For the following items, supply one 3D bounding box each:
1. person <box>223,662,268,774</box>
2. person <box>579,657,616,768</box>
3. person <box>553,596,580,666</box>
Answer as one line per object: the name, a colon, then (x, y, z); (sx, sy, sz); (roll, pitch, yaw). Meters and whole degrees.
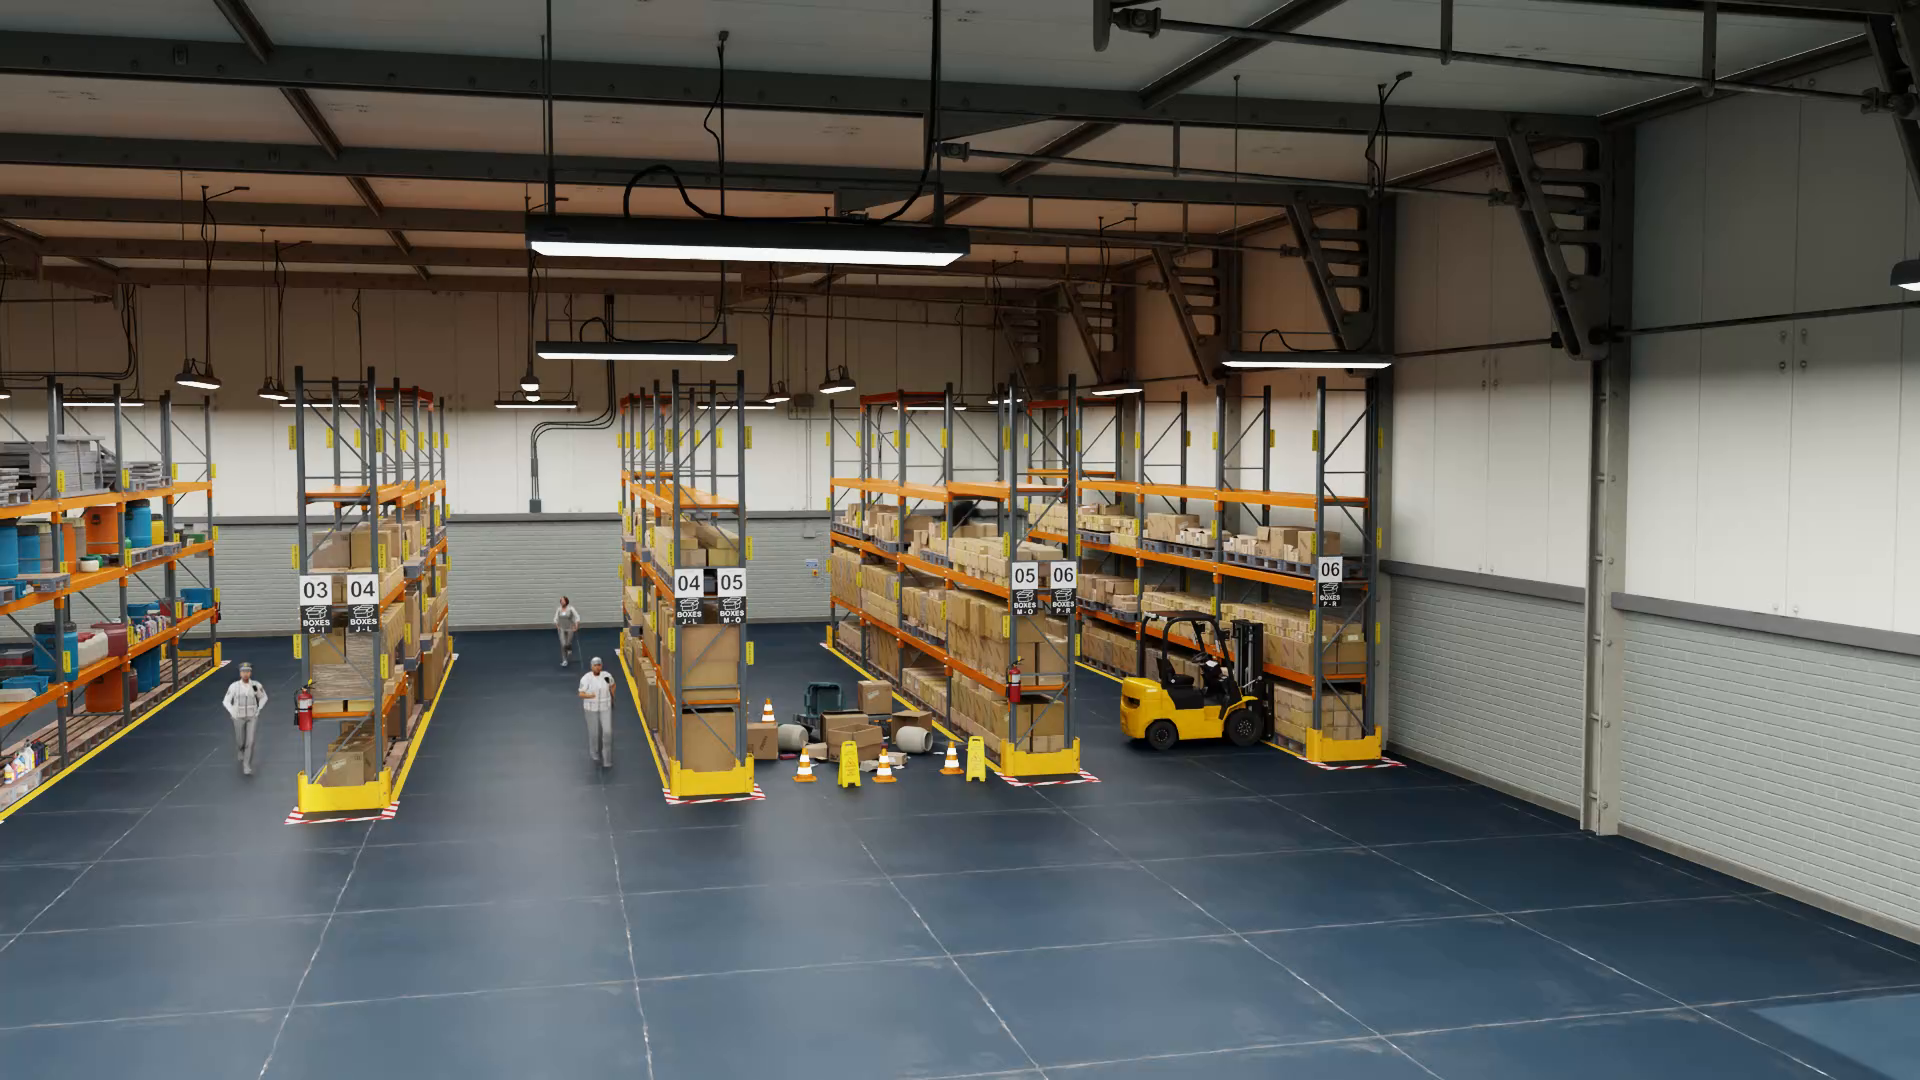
person: (-10.776, 2.667, 25.111); (0.631, 1.659, 0.729); (-2, 4, -28)
person: (-5.581, 2.656, 25.633); (0.583, 1.725, 0.746); (-1, 4, -17)
person: (-8.769, 2.024, 37.060); (0.562, 1.549, 0.606); (0, 3, -1)
